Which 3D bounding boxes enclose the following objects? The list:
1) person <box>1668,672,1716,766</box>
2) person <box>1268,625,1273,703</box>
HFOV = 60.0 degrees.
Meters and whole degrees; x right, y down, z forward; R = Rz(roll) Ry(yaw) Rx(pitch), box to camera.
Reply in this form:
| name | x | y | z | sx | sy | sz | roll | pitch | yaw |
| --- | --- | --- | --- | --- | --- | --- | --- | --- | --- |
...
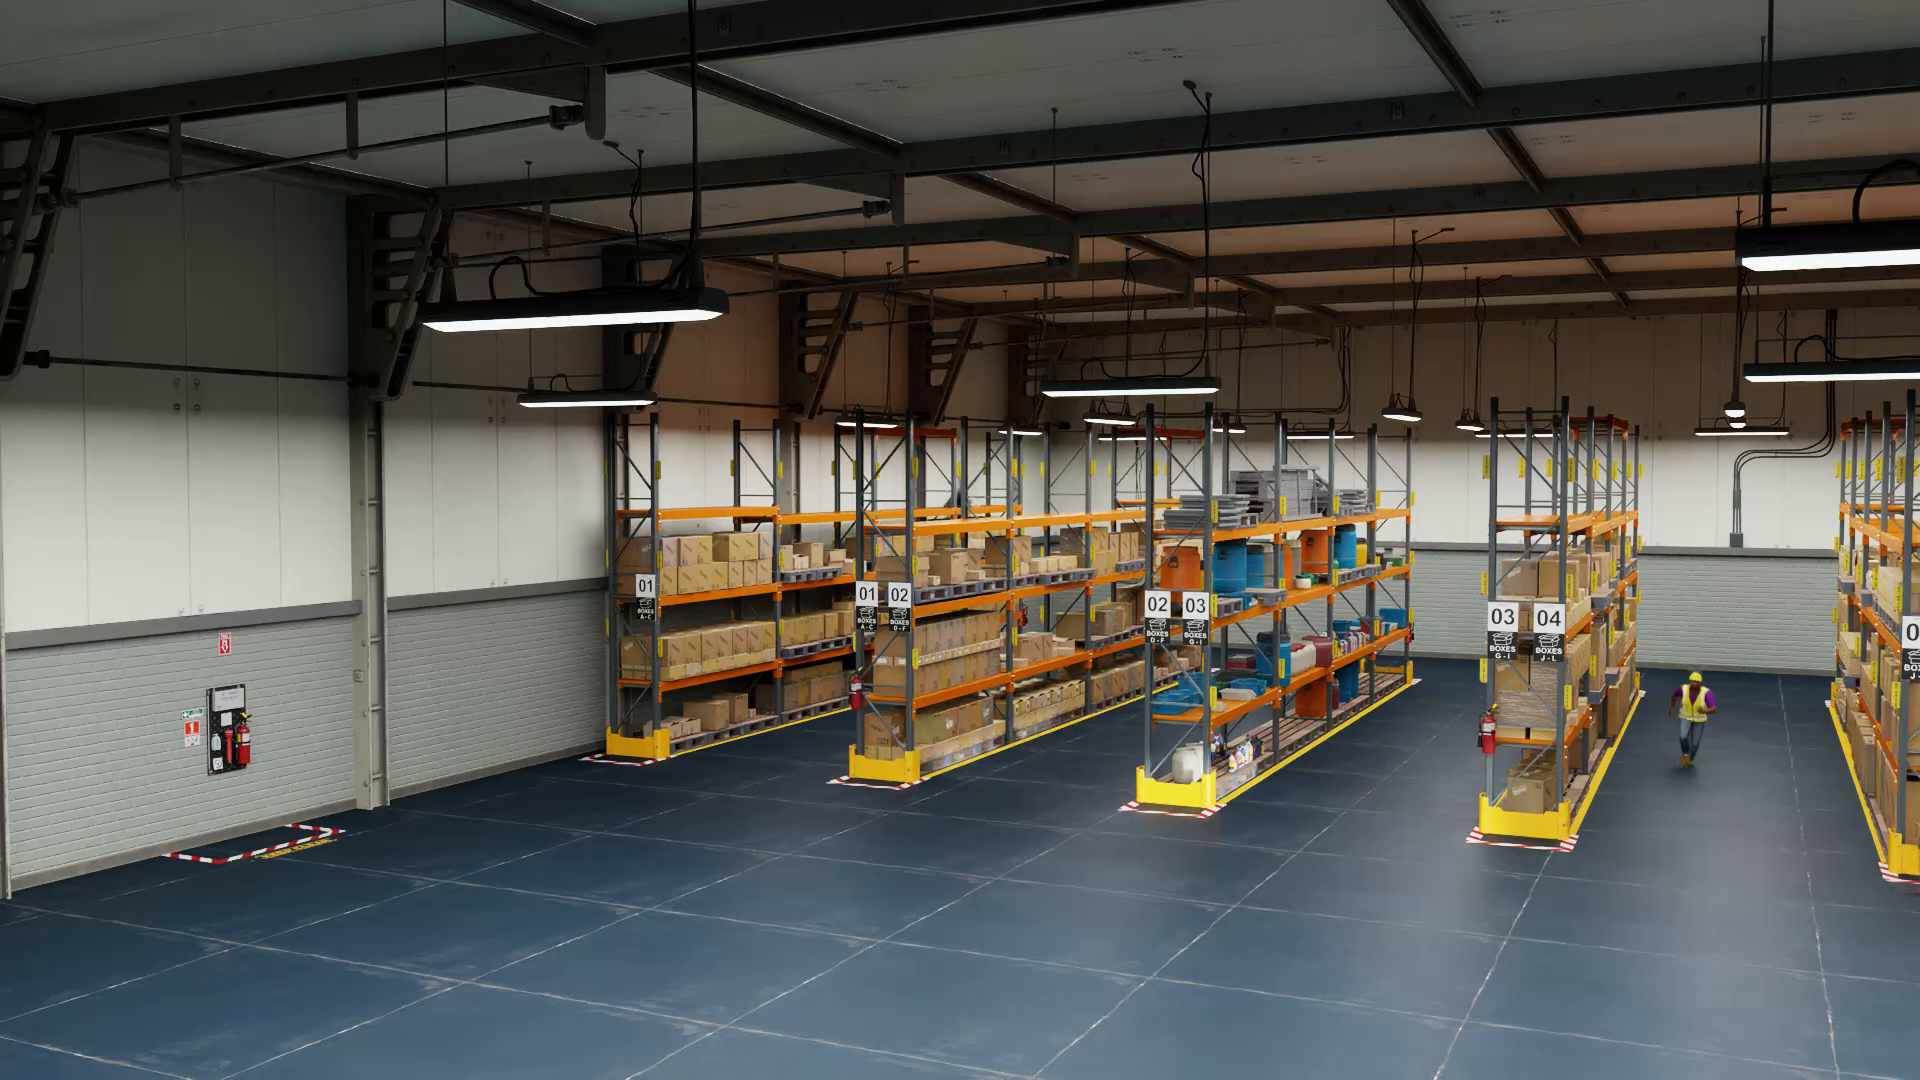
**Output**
| name | x | y | z | sx | sy | sz | roll | pitch | yaw |
| --- | --- | --- | --- | --- | --- | --- | --- | --- | --- |
| person | 12.242 | 2.998 | 27.804 | 0.710 | 1.624 | 0.971 | 1 | 3 | 20 |
| person | 6.791 | 2.661 | 36.146 | 0.762 | 1.662 | 0.610 | -1 | 3 | -31 |
